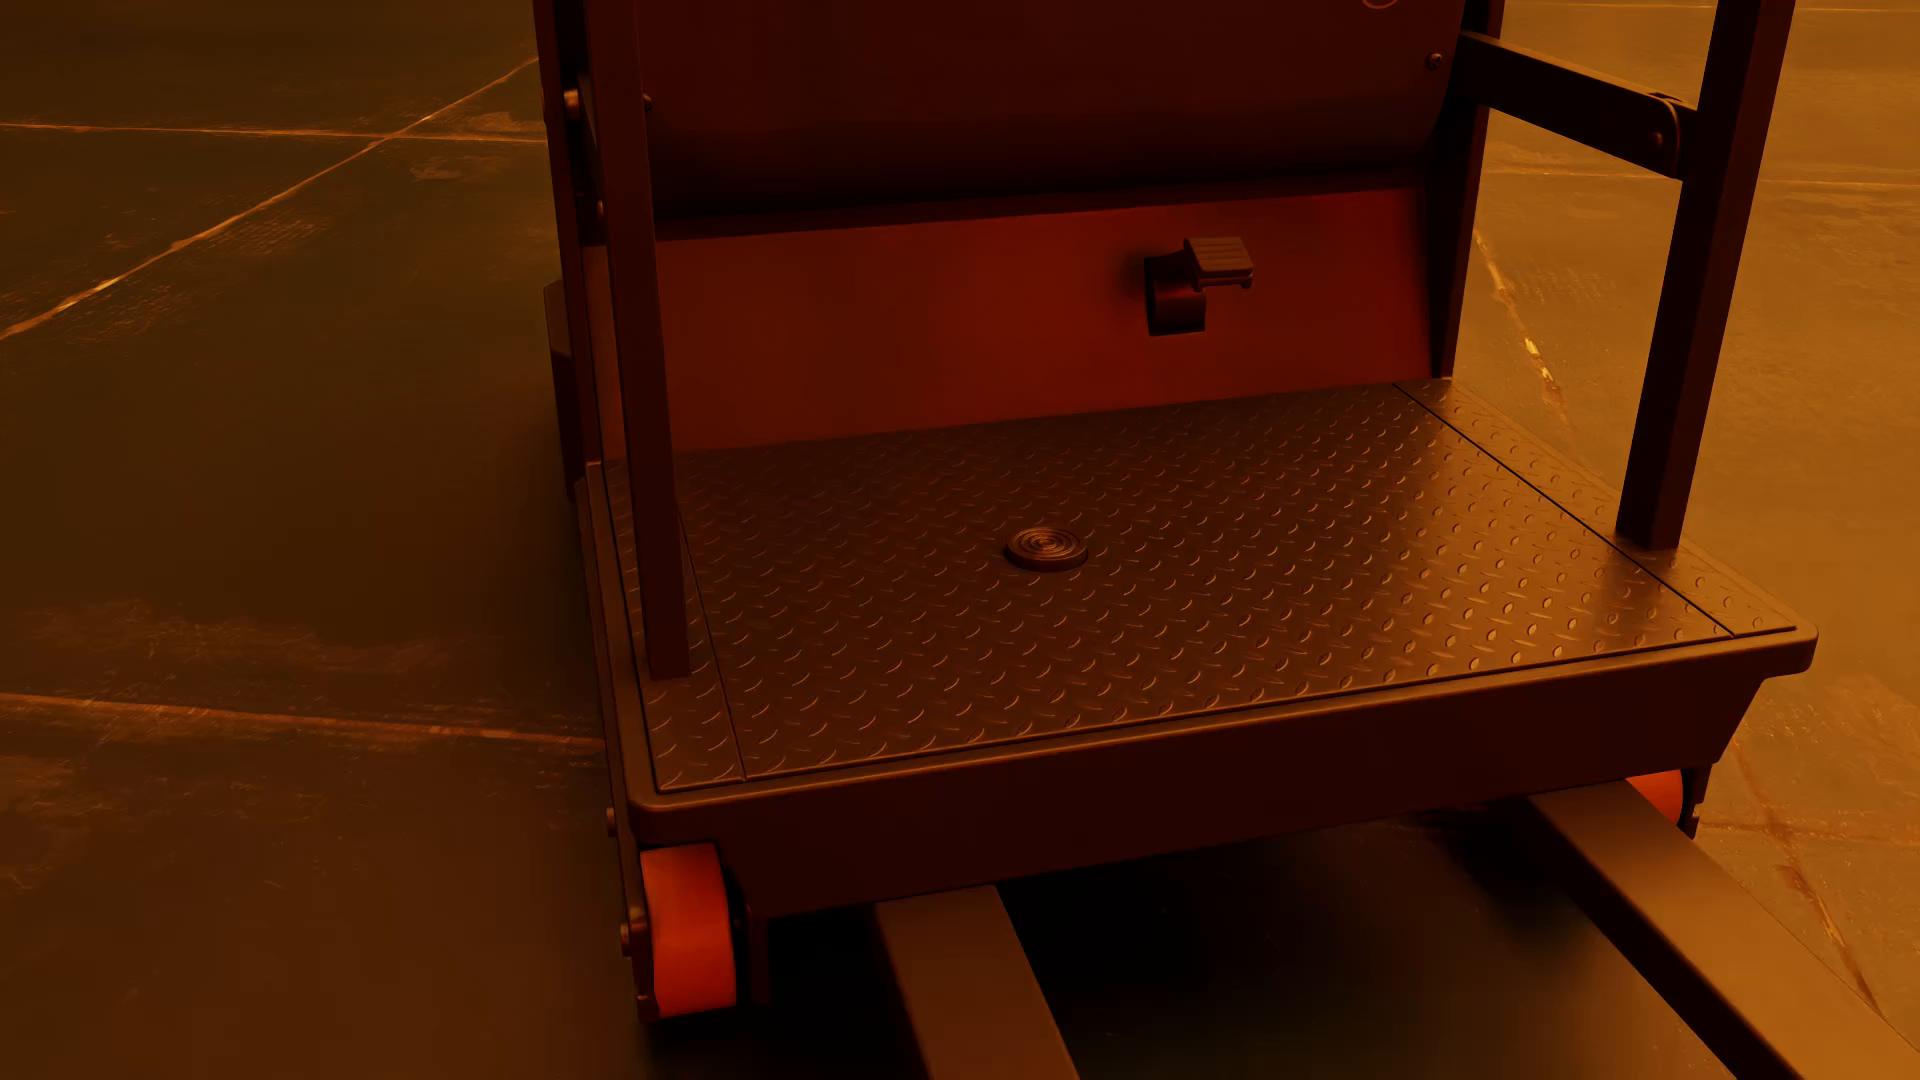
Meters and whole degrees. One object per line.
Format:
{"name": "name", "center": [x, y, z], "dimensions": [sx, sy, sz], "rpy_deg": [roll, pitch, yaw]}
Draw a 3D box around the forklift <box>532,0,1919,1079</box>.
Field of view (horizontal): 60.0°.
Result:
{"name": "forklift", "center": [0.153, -1.049, 1.319], "dimensions": [1.130, 2.935, 3.031], "rpy_deg": [-7, 27, -13]}
